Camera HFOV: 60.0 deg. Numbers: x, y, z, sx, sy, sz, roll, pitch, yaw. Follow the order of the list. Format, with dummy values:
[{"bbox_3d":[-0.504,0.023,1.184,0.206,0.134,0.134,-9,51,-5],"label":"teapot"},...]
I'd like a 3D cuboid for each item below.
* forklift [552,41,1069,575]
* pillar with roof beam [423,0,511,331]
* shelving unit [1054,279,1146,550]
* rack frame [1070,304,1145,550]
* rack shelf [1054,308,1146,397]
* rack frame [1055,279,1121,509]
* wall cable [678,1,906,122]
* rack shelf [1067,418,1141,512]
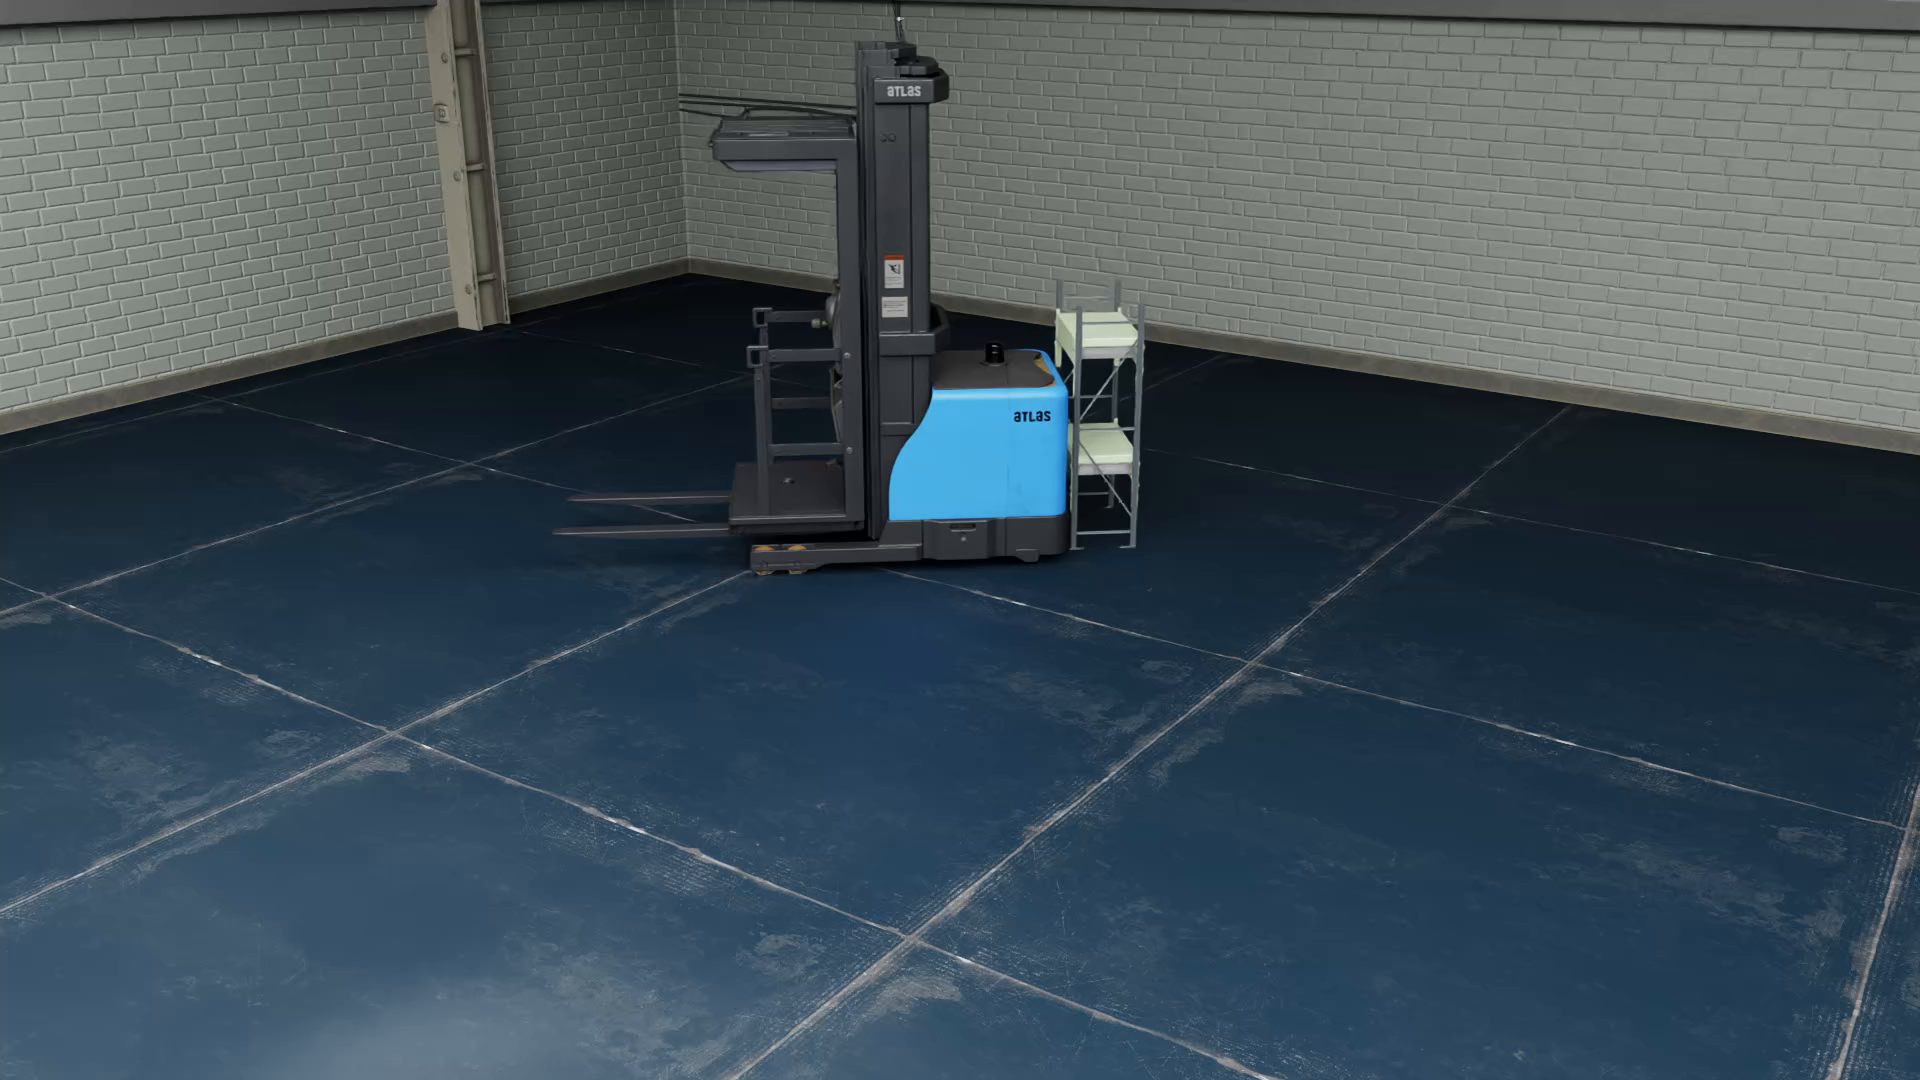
[{"bbox_3d":[-0.905,-1.361,9.719,3.031,2.935,1.130,-2,20,-4],"label":"forklift"},{"bbox_3d":[-0.962,-5.427,11.966,9.100,9.000,0.400,13,24,32],"label":"pillar with roof beam"},{"bbox_3d":[0.836,-0.780,10.210,0.431,1.500,0.755,-2,20,-5],"label":"shelving unit"},{"bbox_3d":[0.871,-0.653,9.869,0.400,1.500,0.023,-2,20,-5],"label":"rack frame"},{"bbox_3d":[0.836,-1.146,10.075,0.431,0.370,0.720,-2,20,-5],"label":"rack shelf"},{"bbox_3d":[0.800,-0.906,10.552,0.400,1.500,0.023,-2,20,-5],"label":"rack frame"},{"bbox_3d":[-1.772,-5.398,16.362,3.097,2.526,0.112,13,24,32],"label":"wall cable"},{"bbox_3d":[0.835,-0.474,10.323,0.431,0.370,0.720,-2,20,-5],"label":"rack shelf"}]
